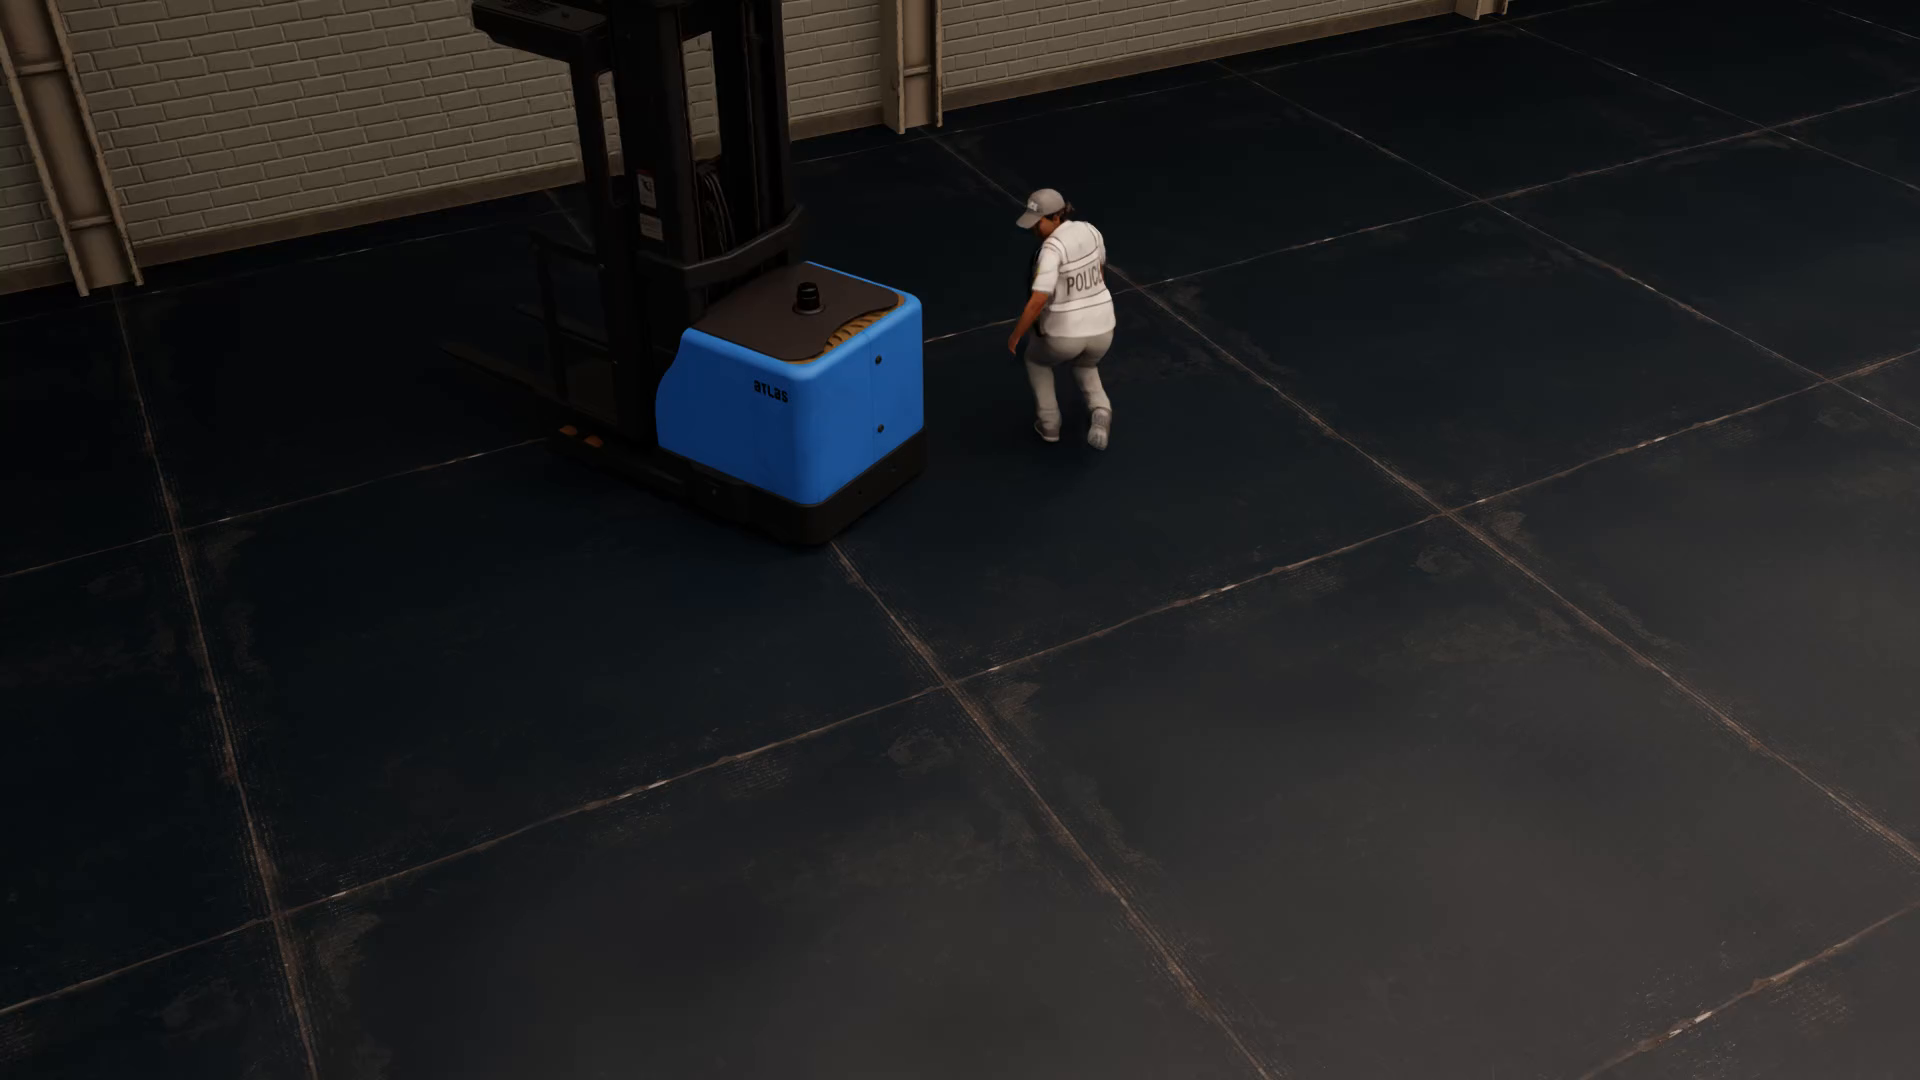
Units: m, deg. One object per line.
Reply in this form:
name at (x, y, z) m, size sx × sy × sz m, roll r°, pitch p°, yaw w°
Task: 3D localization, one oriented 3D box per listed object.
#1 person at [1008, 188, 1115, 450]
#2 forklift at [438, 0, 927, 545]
person at (0.612, -1.192, 9.115) m, size 0.757 × 1.459 × 0.621 m, roll -18°, pitch 39°, yaw -24°
forklift at (-1.681, -1.834, 8.718) m, size 3.031 × 2.935 × 1.130 m, roll 22°, pitch 41°, yaw 28°
